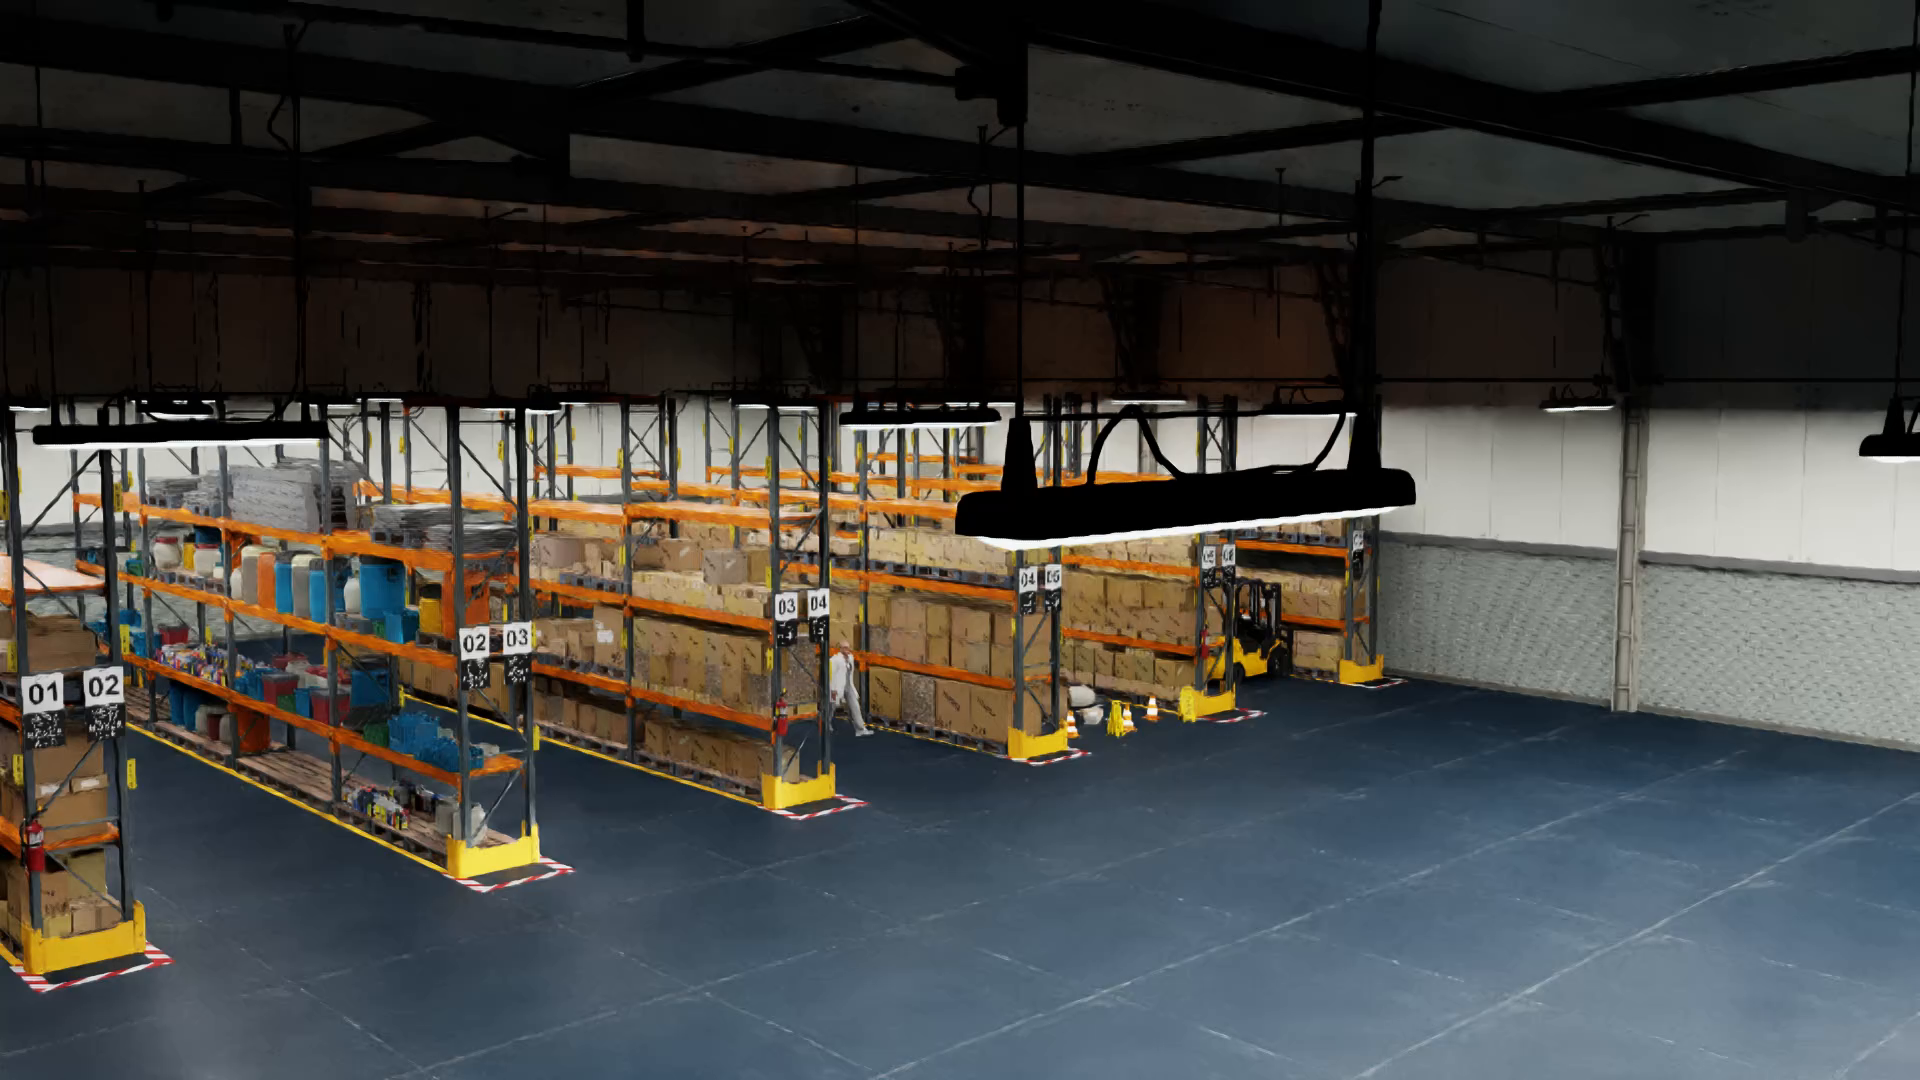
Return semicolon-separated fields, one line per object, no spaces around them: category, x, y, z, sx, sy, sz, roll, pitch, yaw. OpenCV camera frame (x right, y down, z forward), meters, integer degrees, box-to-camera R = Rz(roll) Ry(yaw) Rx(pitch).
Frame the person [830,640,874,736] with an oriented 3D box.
person;-2.071;2.612;29.547;0.598;1.698;1.193;-5;7;-41
